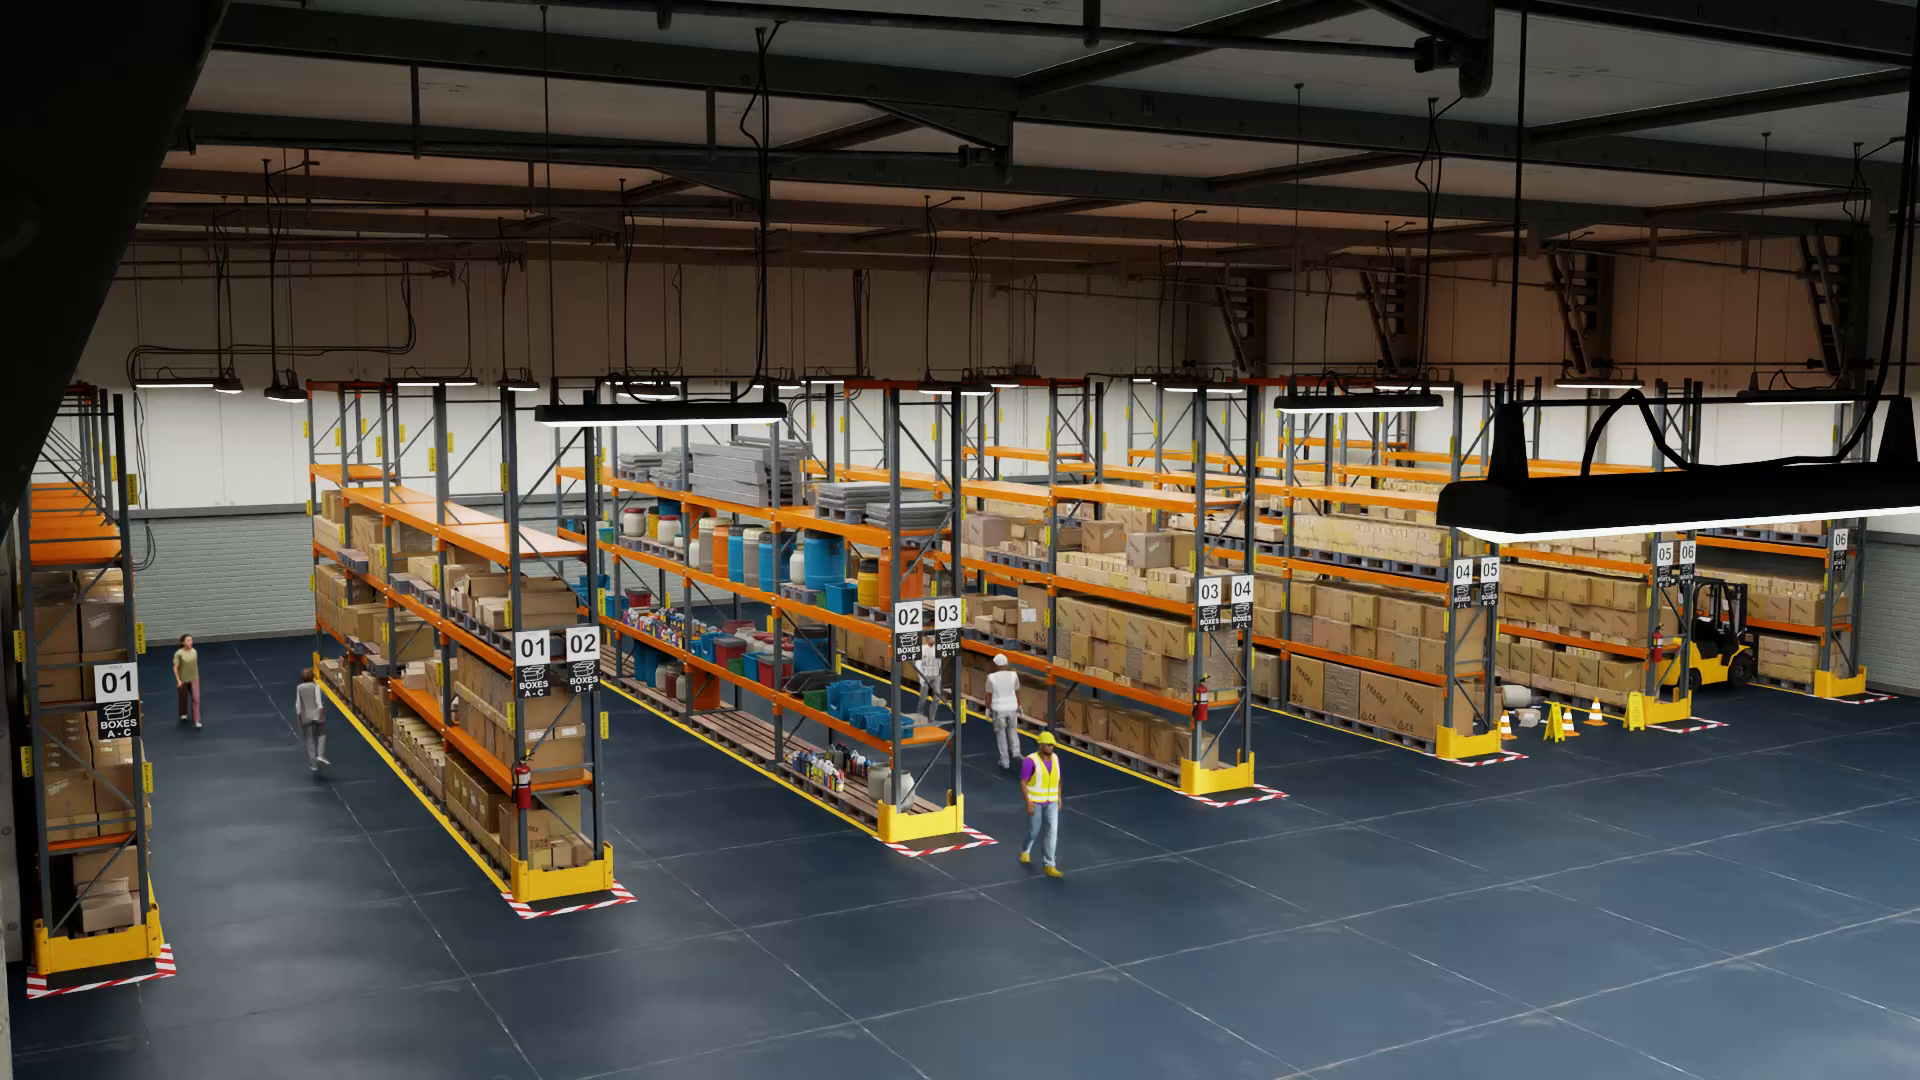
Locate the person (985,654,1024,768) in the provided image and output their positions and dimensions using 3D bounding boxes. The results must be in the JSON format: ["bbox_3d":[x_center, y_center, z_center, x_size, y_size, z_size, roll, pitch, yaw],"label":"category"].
[{"bbox_3d":[0.696,2.671,26.076,0.591,1.775,0.492,-2,6,-18],"label":"person"}]

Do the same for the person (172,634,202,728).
[{"bbox_3d":[-13.494,2.437,28.997,0.424,1.612,1.082,-4,7,-32],"label":"person"}]

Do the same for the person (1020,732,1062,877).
[{"bbox_3d":[1.058,3.266,20.773,0.677,1.738,0.848,-4,7,-31],"label":"person"}]

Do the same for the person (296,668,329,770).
[{"bbox_3d":[-10.074,2.782,25.847,0.453,1.576,0.436,-2,7,-21],"label":"person"}]

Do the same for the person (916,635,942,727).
[{"bbox_3d":[-0.531,2.435,29.202,0.560,1.694,0.637,-4,7,-31],"label":"person"}]
